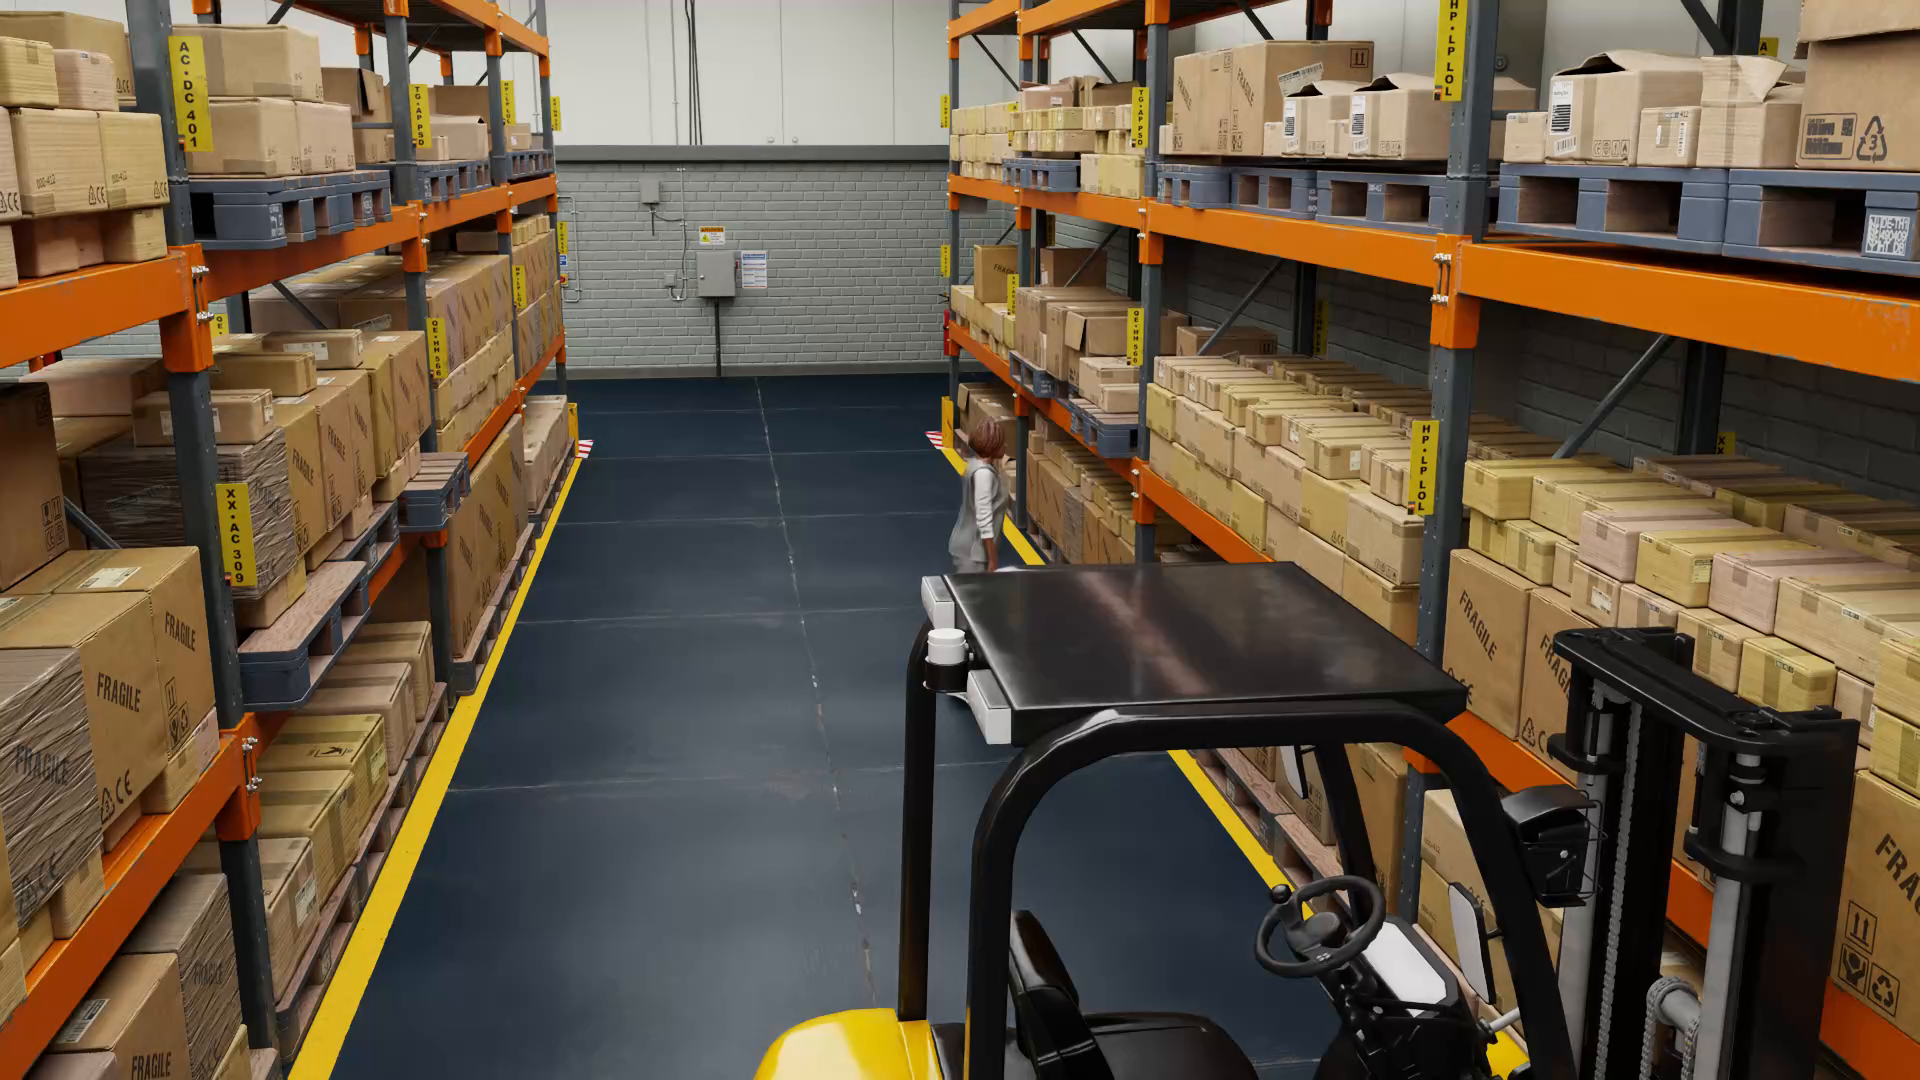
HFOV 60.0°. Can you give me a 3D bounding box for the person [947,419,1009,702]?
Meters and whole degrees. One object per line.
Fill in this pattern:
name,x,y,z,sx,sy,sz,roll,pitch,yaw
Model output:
person,0.142,0.106,9.506,0.462,1.593,0.487,-1,13,-2
